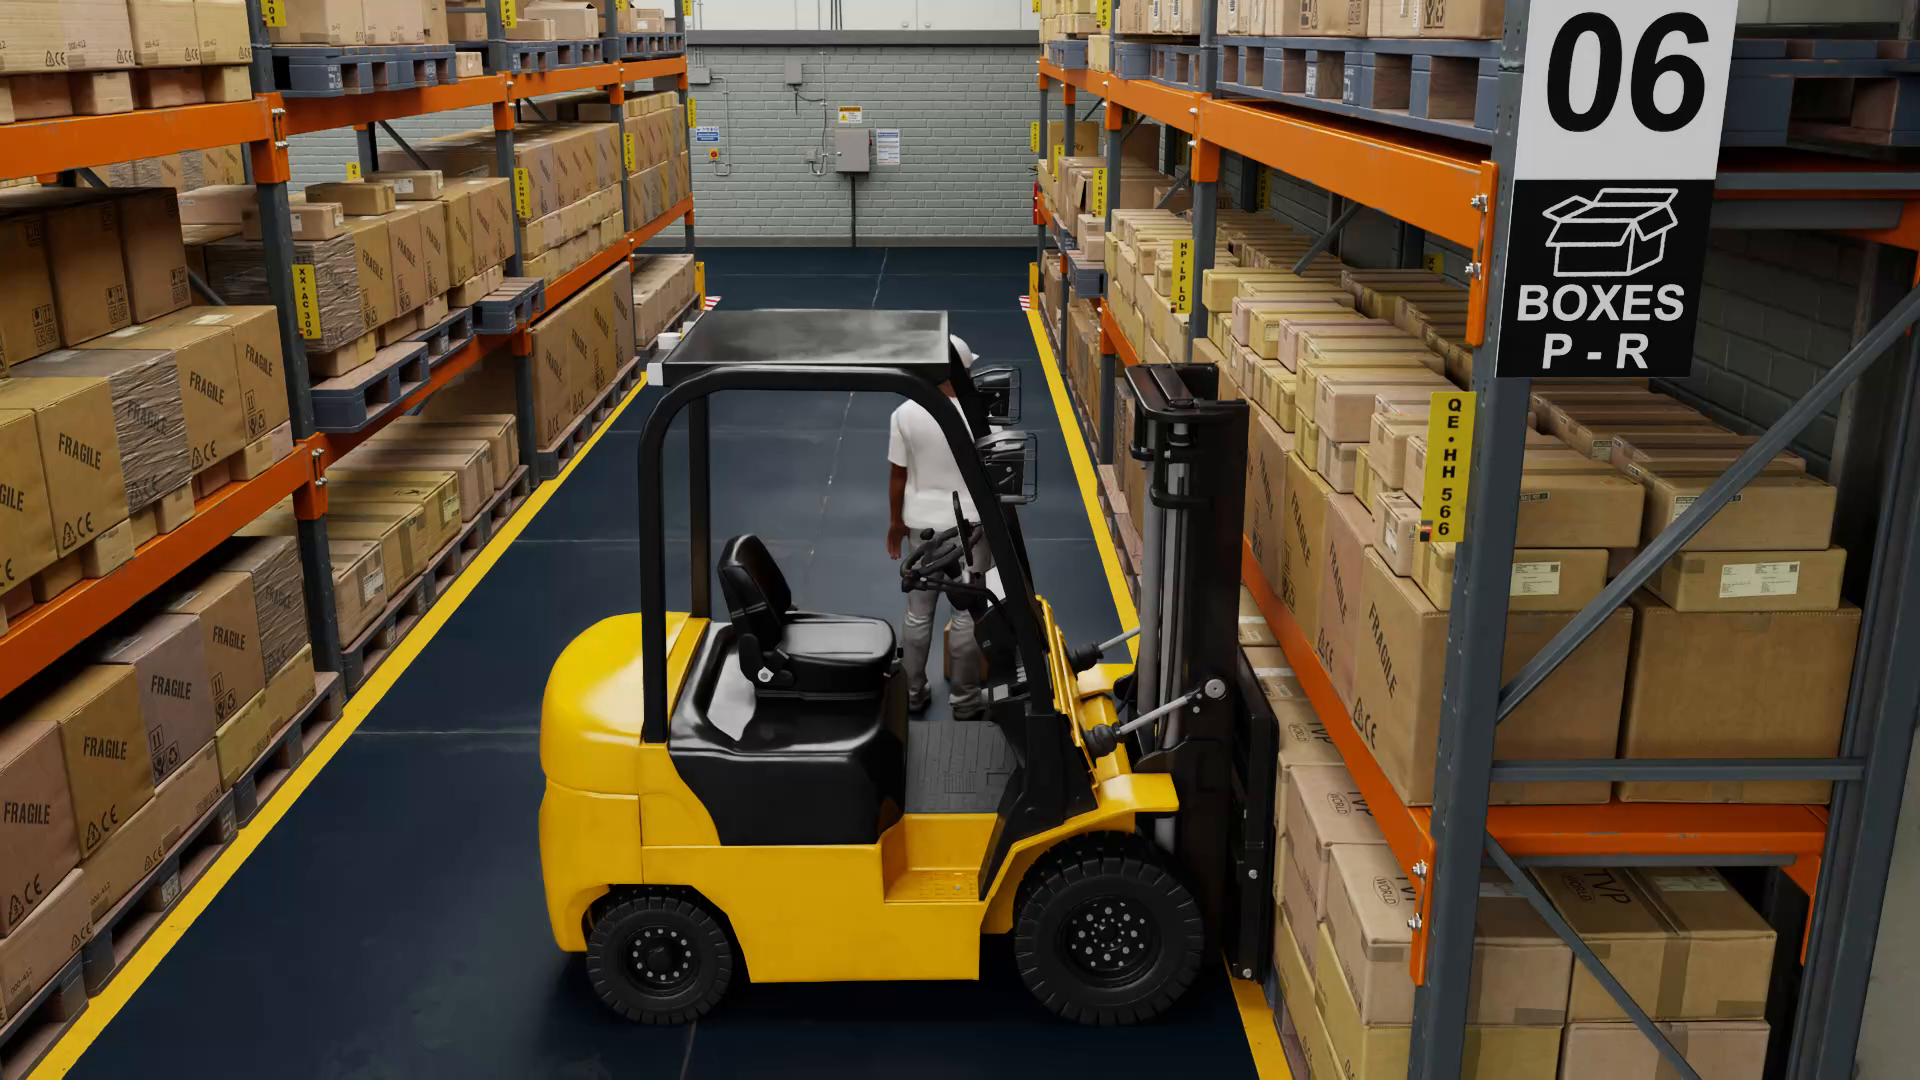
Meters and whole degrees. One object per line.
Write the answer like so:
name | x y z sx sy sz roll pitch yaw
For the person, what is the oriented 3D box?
person | -0.051 -0.059 7.628 0.607 1.767 0.341 6 18 19
